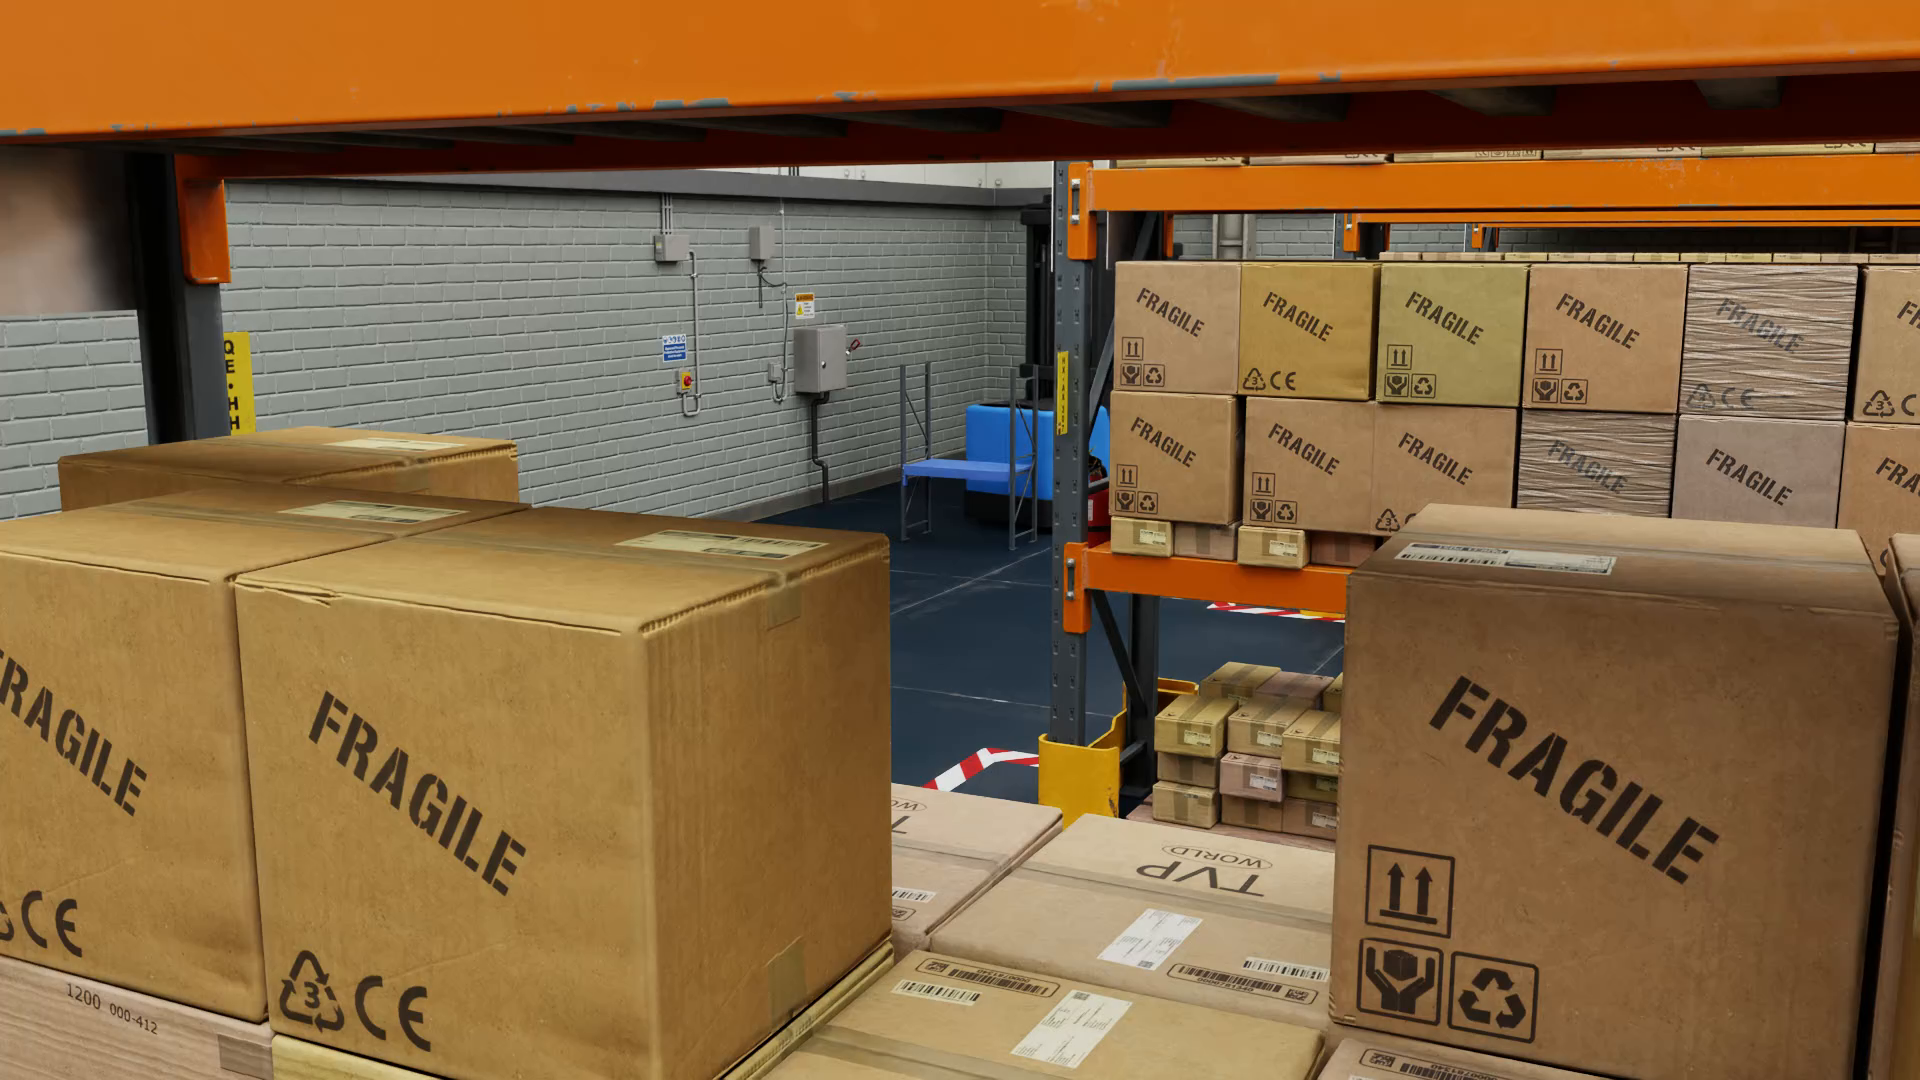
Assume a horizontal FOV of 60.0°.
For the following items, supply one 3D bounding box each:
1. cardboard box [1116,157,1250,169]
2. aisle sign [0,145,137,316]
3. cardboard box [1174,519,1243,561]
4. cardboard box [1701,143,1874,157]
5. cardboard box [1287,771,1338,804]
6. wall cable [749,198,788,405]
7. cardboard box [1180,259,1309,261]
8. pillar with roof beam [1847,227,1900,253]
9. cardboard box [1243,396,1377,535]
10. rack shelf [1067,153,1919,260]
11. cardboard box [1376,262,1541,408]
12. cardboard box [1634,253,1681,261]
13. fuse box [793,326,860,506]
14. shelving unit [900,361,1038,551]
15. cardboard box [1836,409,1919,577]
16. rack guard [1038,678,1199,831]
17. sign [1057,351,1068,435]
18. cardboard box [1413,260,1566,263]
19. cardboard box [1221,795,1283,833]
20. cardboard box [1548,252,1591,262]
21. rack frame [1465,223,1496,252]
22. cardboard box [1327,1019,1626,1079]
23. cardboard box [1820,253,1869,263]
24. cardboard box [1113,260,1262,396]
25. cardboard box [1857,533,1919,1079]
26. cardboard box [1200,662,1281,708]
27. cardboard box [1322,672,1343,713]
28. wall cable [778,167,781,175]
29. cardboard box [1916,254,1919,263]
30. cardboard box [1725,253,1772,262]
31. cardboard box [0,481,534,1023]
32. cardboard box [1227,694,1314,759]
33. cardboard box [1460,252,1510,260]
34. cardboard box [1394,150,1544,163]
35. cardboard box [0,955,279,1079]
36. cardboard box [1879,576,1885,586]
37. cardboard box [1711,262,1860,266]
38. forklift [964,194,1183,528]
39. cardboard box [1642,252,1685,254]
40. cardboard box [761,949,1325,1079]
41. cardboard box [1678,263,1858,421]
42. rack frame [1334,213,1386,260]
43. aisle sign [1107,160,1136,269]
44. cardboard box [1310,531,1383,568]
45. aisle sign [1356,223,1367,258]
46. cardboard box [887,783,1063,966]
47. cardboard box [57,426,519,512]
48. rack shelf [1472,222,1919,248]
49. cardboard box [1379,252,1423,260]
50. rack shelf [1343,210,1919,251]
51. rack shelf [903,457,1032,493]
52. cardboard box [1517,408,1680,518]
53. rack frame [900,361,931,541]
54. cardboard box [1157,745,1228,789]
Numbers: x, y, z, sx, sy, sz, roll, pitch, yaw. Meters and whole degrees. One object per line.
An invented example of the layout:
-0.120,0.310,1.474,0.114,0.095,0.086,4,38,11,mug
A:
0.938,-1.569,6.476,0.500,0.250,0.500,5,12,28,cardboard box
-1.569,-0.792,2.882,0.004,0.787,0.394,5,11,26,aisle sign
1.040,-0.028,6.668,0.250,0.149,0.380,5,12,28,cardboard box
2.778,-1.407,5.579,0.500,0.250,0.500,5,11,25,cardboard box
1.484,0.925,6.688,0.250,0.149,0.380,5,11,27,cardboard box
-1.702,-2.210,15.163,0.122,1.984,0.588,5,11,26,wall cable
1.169,-0.934,7.046,0.500,0.500,0.500,5,11,25,cardboard box
6.398,-3.983,10.968,0.400,9.000,9.100,5,11,26,pillar with roof beam
1.420,-0.321,6.465,0.500,0.500,0.500,5,11,26,cardboard box
2.442,-1.207,6.077,4.000,0.370,1.077,5,11,26,rack shelf
1.845,-0.770,6.136,0.500,0.500,0.500,5,11,25,cardboard box
4.316,-1.701,10.296,0.250,0.149,0.380,5,11,24,cardboard box
-1.259,-1.172,15.902,0.414,1.711,0.539,5,11,26,fuse box
0.076,-0.731,14.059,1.048,1.500,0.538,5,11,26,shelving unit
3.212,-0.158,5.562,0.500,0.500,0.500,5,11,24,cardboard box
0.716,0.993,7.340,0.348,0.500,1.175,5,11,26,rack guard
0.408,-0.582,6.595,0.005,0.325,0.100,5,11,26,sign
2.093,-0.855,6.607,0.500,0.500,0.500,6,12,29,cardboard box
1.248,1.053,6.815,0.250,0.149,0.380,5,11,26,cardboard box
3.896,-1.752,10.576,0.250,0.149,0.380,5,11,26,cardboard box
4.941,-1.835,15.945,0.127,3.000,1.000,5,11,26,rack frame
0.734,0.625,1.940,0.500,0.250,0.500,5,12,27,cardboard box
5.275,-1.637,9.941,0.250,0.149,0.380,5,11,25,cardboard box
0.933,-0.853,6.596,0.500,0.500,0.500,5,11,25,cardboard box
1.196,0.296,1.652,0.500,0.500,0.500,5,11,26,cardboard box
1.235,0.662,7.307,0.250,0.149,0.380,5,11,26,cardboard box
1.724,0.691,7.147,0.250,0.149,0.380,5,11,25,cardboard box
-2.143,-4.517,13.919,0.029,3.000,2.355,5,11,26,wall cable
5.730,-1.598,9.729,0.250,0.149,0.380,5,12,27,cardboard box
4.800,-1.671,10.131,0.250,0.149,0.380,5,11,25,cardboard box
-0.878,0.220,2.073,0.500,0.500,0.500,5,11,24,cardboard box
1.268,0.758,6.772,0.250,0.149,0.380,5,12,27,cardboard box
3.393,-1.782,10.742,0.250,0.149,0.380,5,12,28,cardboard box
1.876,-1.488,6.030,0.500,0.250,0.500,5,11,24,cardboard box
-0.857,0.589,2.137,0.500,0.250,0.500,5,11,25,cardboard box
3.182,0.146,5.707,0.250,0.149,0.380,5,11,24,cardboard box
3.029,-0.773,6.155,0.500,0.500,0.500,5,12,27,cardboard box
1.375,-1.736,15.592,1.130,2.935,3.031,9,13,40,forklift
4.554,-1.790,10.789,0.250,0.149,0.380,5,12,28,cardboard box
0.062,0.670,1.692,0.500,0.250,0.500,5,11,25,cardboard box
2.776,-0.692,5.706,0.500,0.500,0.500,5,12,27,cardboard box
2.748,-1.042,11.563,0.127,3.000,1.000,5,11,26,rack frame
0.716,-1.576,7.216,0.004,0.787,0.394,5,11,26,aisle sign
1.551,0.000,6.512,0.250,0.149,0.380,6,12,28,cardboard box
2.821,-2.376,11.636,0.004,0.787,0.394,5,11,26,aisle sign
-0.174,0.544,2.385,0.500,0.250,0.500,5,11,24,cardboard box
-1.084,0.096,2.758,0.500,0.500,0.500,5,11,27,cardboard box
6.734,-2.799,14.871,4.000,0.370,1.077,5,11,26,rack shelf
2.944,-1.830,11.008,0.250,0.149,0.380,5,12,27,cardboard box
4.542,-2.006,10.489,4.000,0.370,1.077,5,11,26,rack shelf
0.076,-0.554,14.092,1.000,0.185,0.538,5,11,26,rack shelf
2.313,-0.241,6.024,0.500,0.500,0.500,5,11,24,cardboard box
-0.379,-0.771,14.281,0.032,1.500,0.500,5,11,26,rack frame
1.005,0.889,6.886,0.250,0.149,0.380,6,12,28,cardboard box
